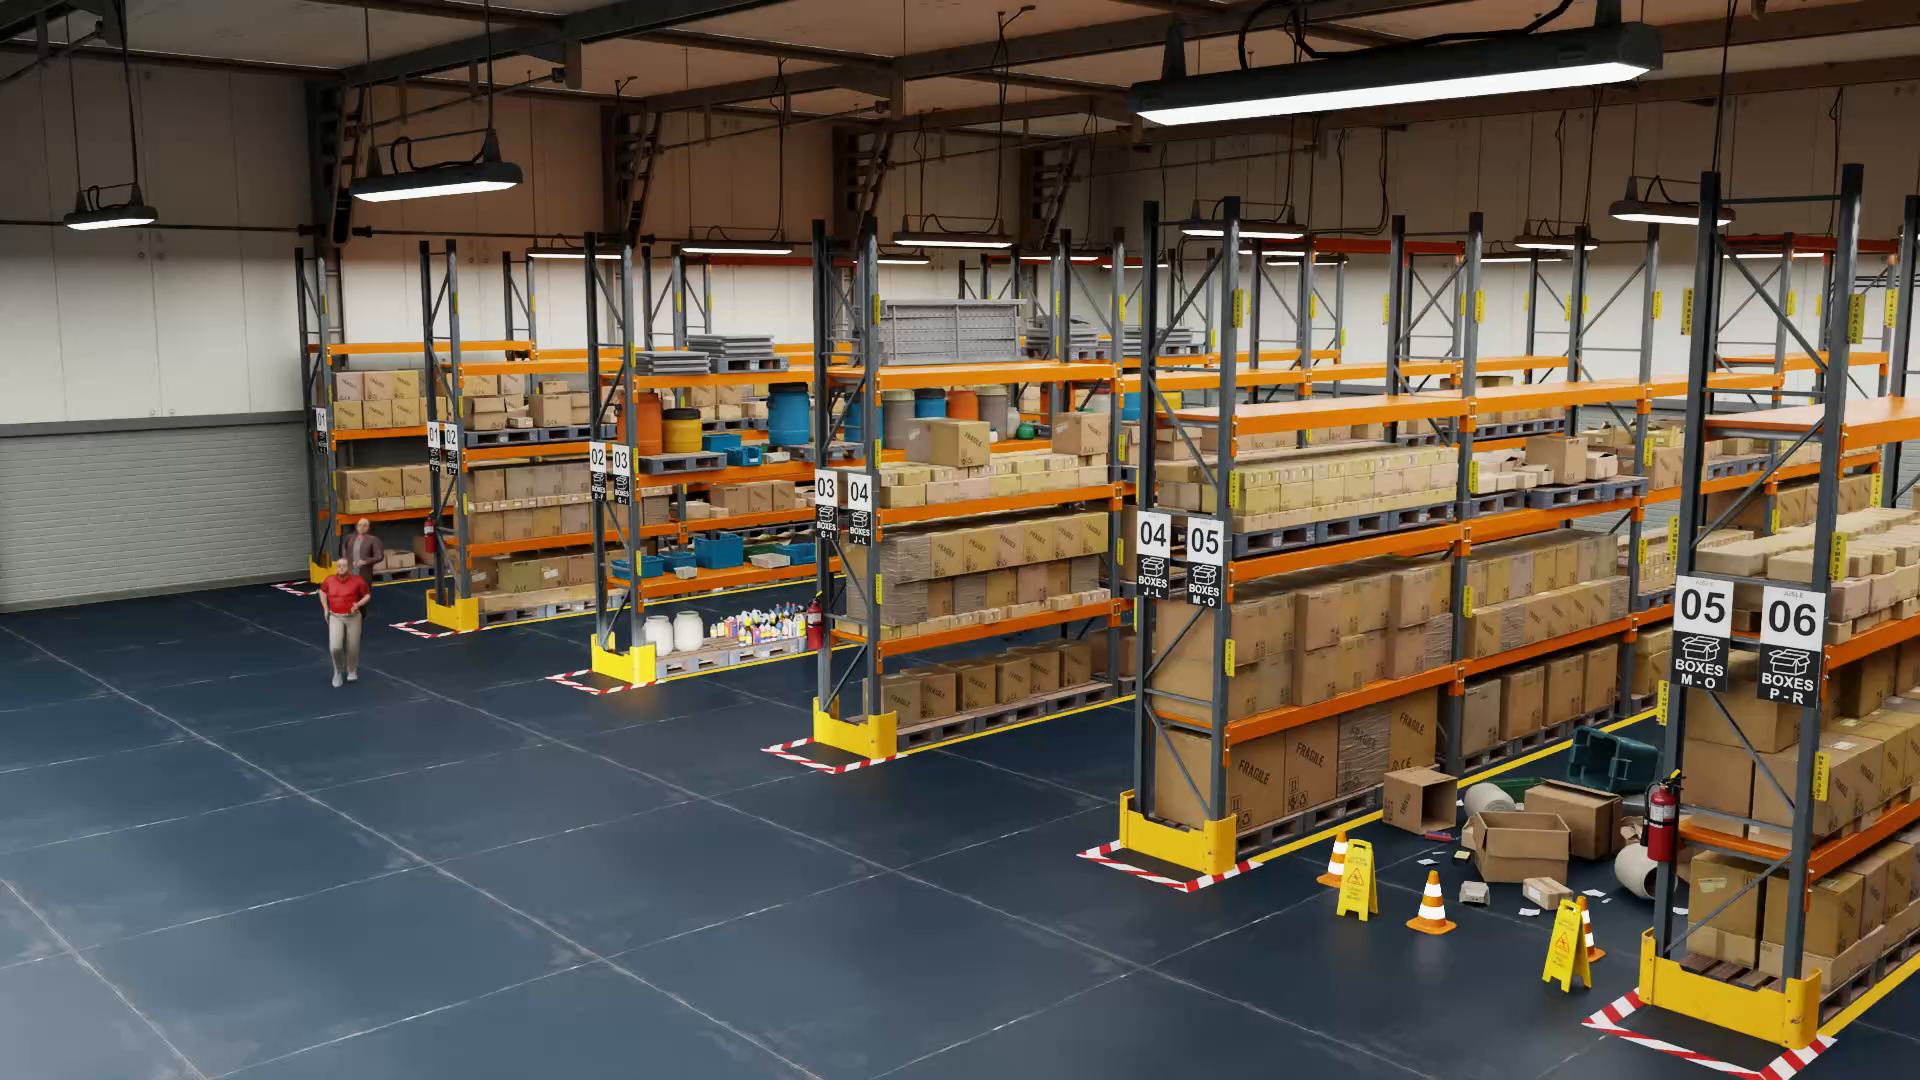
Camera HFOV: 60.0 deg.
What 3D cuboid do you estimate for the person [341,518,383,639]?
[{"bbox_3d":[-9.181,0.557,25.456,0.714,1.770,0.984,-1,8,-4],"label":"person"}]

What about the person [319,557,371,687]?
[{"bbox_3d":[-8.169,1.104,22.120,0.653,1.756,0.715,-3,9,-17],"label":"person"}]

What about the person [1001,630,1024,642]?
[{"bbox_3d":[0.787,0.564,23.650,0.670,1.729,0.812,5,10,29],"label":"person"}]
